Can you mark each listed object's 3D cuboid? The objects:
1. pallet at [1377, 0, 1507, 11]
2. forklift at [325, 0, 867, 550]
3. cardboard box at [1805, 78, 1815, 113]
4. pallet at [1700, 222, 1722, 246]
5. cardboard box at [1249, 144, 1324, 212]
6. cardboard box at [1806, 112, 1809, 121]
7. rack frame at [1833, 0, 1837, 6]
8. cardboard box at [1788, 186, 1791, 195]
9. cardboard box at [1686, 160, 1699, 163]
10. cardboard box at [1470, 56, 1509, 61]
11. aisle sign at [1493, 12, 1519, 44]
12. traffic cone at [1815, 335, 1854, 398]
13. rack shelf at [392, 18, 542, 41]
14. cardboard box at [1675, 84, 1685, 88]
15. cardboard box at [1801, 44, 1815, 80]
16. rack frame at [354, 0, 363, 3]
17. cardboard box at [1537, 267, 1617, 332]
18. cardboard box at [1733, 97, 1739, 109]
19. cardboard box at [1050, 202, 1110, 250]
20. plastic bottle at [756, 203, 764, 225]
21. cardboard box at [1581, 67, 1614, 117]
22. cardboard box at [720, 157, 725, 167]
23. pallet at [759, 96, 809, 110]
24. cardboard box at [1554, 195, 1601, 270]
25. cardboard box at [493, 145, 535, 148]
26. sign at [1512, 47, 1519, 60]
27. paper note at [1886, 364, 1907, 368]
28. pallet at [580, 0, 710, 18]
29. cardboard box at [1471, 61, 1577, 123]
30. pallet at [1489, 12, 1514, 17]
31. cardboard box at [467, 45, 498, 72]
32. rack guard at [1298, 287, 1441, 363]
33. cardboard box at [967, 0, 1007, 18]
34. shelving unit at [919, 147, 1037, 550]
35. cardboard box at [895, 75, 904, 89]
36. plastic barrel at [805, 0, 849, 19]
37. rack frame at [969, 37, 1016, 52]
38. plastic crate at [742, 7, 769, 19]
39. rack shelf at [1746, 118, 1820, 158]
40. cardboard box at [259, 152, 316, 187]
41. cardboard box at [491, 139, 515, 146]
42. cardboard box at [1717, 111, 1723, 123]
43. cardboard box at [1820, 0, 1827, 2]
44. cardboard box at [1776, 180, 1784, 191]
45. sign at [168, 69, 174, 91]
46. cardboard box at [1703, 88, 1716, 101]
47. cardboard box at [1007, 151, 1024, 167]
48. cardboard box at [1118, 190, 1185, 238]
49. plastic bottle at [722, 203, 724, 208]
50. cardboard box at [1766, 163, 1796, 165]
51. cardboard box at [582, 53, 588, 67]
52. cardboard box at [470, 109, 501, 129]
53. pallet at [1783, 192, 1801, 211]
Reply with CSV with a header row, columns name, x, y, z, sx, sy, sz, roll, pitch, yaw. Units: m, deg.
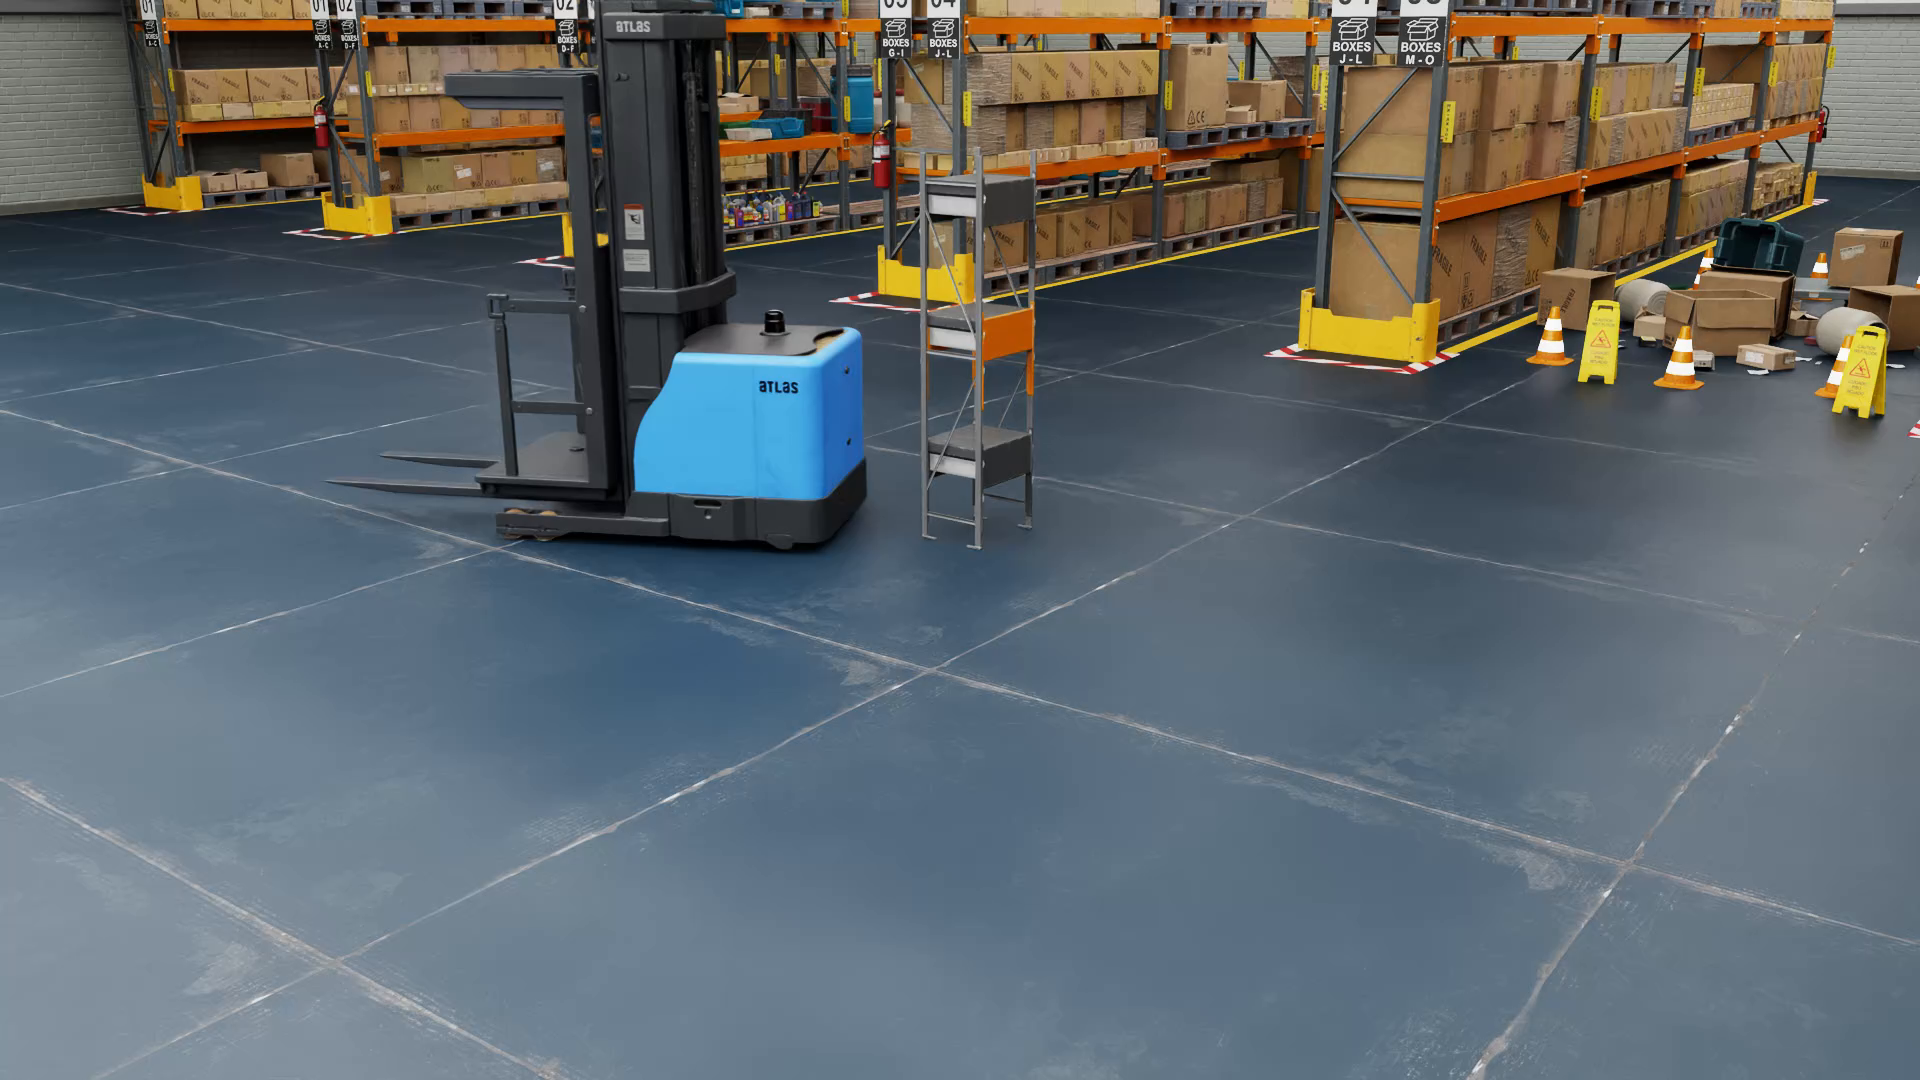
name,x,y,z,sx,sy,sz,roll,pitch,yaw
pallet,3.989,-4.643,14.228,1.003,0.211,1.213,12,21,35
forklift,-2.119,-1.542,9.269,3.031,2.935,1.130,3,18,10
cardboard box,12.717,-6.800,25.414,0.500,0.500,0.500,12,21,34
pallet,9.517,-4.123,22.164,1.003,0.211,1.213,12,21,35
cardboard box,4.827,-5.227,23.891,1.225,0.875,0.875,11,21,32
cardboard box,12.944,-6.585,25.813,0.380,0.149,0.250,12,21,35
rack frame,13.089,-9.750,25.467,1.000,3.000,0.127,12,21,35
cardboard box,12.645,-5.435,25.786,0.380,0.149,0.250,12,21,34
cardboard box,9.738,-5.041,22.660,0.500,0.250,0.500,13,22,36
cardboard box,9.087,-8.051,28.600,0.500,0.500,0.500,13,21,35
aisle sign,9.450,-8.991,28.755,0.394,0.787,0.004,12,21,35
traffic cone,6.812,-1.342,12.786,0.336,0.463,0.334,12,21,35
rack shelf,-8.727,-9.118,29.704,1.077,0.370,4.000,12,21,35
cardboard box,9.635,-6.097,22.532,0.380,0.149,0.250,12,21,34
cardboard box,12.412,-7.153,24.864,0.500,0.500,0.500,14,22,37
rack frame,-8.321,-8.591,21.735,1.000,3.000,0.127,12,21,35
cardboard box,5.838,-2.283,15.749,0.500,0.500,0.500,-16,23,-41
cardboard box,10.162,-5.838,22.198,0.380,0.149,0.250,12,21,33
cardboard box,1.410,-3.708,19.633,0.500,0.500,0.500,-12,21,-33
plastic bottle,-2.630,-4.287,21.851,0.097,0.271,0.097,0,17,0
cardboard box,6.535,-4.794,17.769,0.700,0.500,0.500,12,21,34
cardboard box,-4.276,-6.374,27.693,0.500,0.311,0.500,12,21,34
pallet,-3.207,-7.714,29.349,1.213,0.211,1.003,12,21,35
cardboard box,6.237,-3.317,17.951,1.050,0.750,0.750,12,21,34
cardboard box,-6.757,-5.749,25.361,0.500,0.500,0.500,12,21,35
sign,9.593,-8.352,28.730,0.100,0.325,0.005,12,21,35
paper note,7.818,-1.461,13.897,0.142,0.019,0.148,5,18,16
pallet,-3.774,-6.372,19.965,1.003,0.211,1.213,12,21,35
cardboard box,5.457,-4.381,16.219,0.875,0.550,0.550,12,21,35
pallet,8.732,-8.997,28.250,1.003,0.211,1.213,12,21,35
cardboard box,-7.094,-6.881,23.987,0.700,0.500,0.500,12,21,35
rack guard,3.542,-1.875,14.437,1.175,0.500,0.348,12,21,35
cardboard box,0.127,-5.405,16.785,0.500,0.250,0.500,13,22,36
shelving unit,0.099,-1.042,9.059,0.431,2.100,0.503,12,21,35
cardboard box,-1.079,-8.796,32.343,0.500,0.500,0.500,13,21,36
plastic barrel,-1.833,-7.634,22.865,0.600,0.901,0.708,12,21,35
rack frame,0.422,-6.755,25.939,1.000,3.000,0.127,12,21,35
plastic crate,-2.593,-6.655,21.004,0.243,0.136,0.396,12,21,35
rack shelf,11.897,-6.065,24.929,1.077,0.370,4.000,12,21,35
cardboard box,-11.000,-6.067,27.197,0.700,0.500,0.500,11,20,31
cardboard box,-8.596,-7.116,30.574,0.700,0.500,0.500,12,21,34
cardboard box,9.696,-5.509,21.641,0.380,0.149,0.250,12,21,33
cardboard box,12.715,-8.208,24.969,0.500,0.250,0.500,12,21,33
cardboard box,12.088,-5.312,24.889,0.380,0.149,0.250,13,21,35
sign,-11.866,-6.918,25.004,0.100,0.325,0.005,12,21,35
cardboard box,9.379,-5.670,21.156,0.380,0.149,0.250,14,22,37
cardboard box,0.452,-4.057,17.673,0.380,0.149,0.250,12,21,35
cardboard box,2.399,-4.086,20.817,0.700,0.500,0.500,11,20,31
plastic bottle,-3.253,-4.438,22.202,0.144,0.351,0.185,13,22,37
cardboard box,12.781,-5.787,25.919,0.380,0.149,0.250,13,21,36
cardboard box,-7.040,-9.133,31.627,0.500,0.250,0.500,13,22,36
cardboard box,-7.112,-6.252,24.149,0.700,0.500,0.500,13,22,36
pallet,12.531,-5.348,26.109,1.003,0.211,1.213,12,21,35
